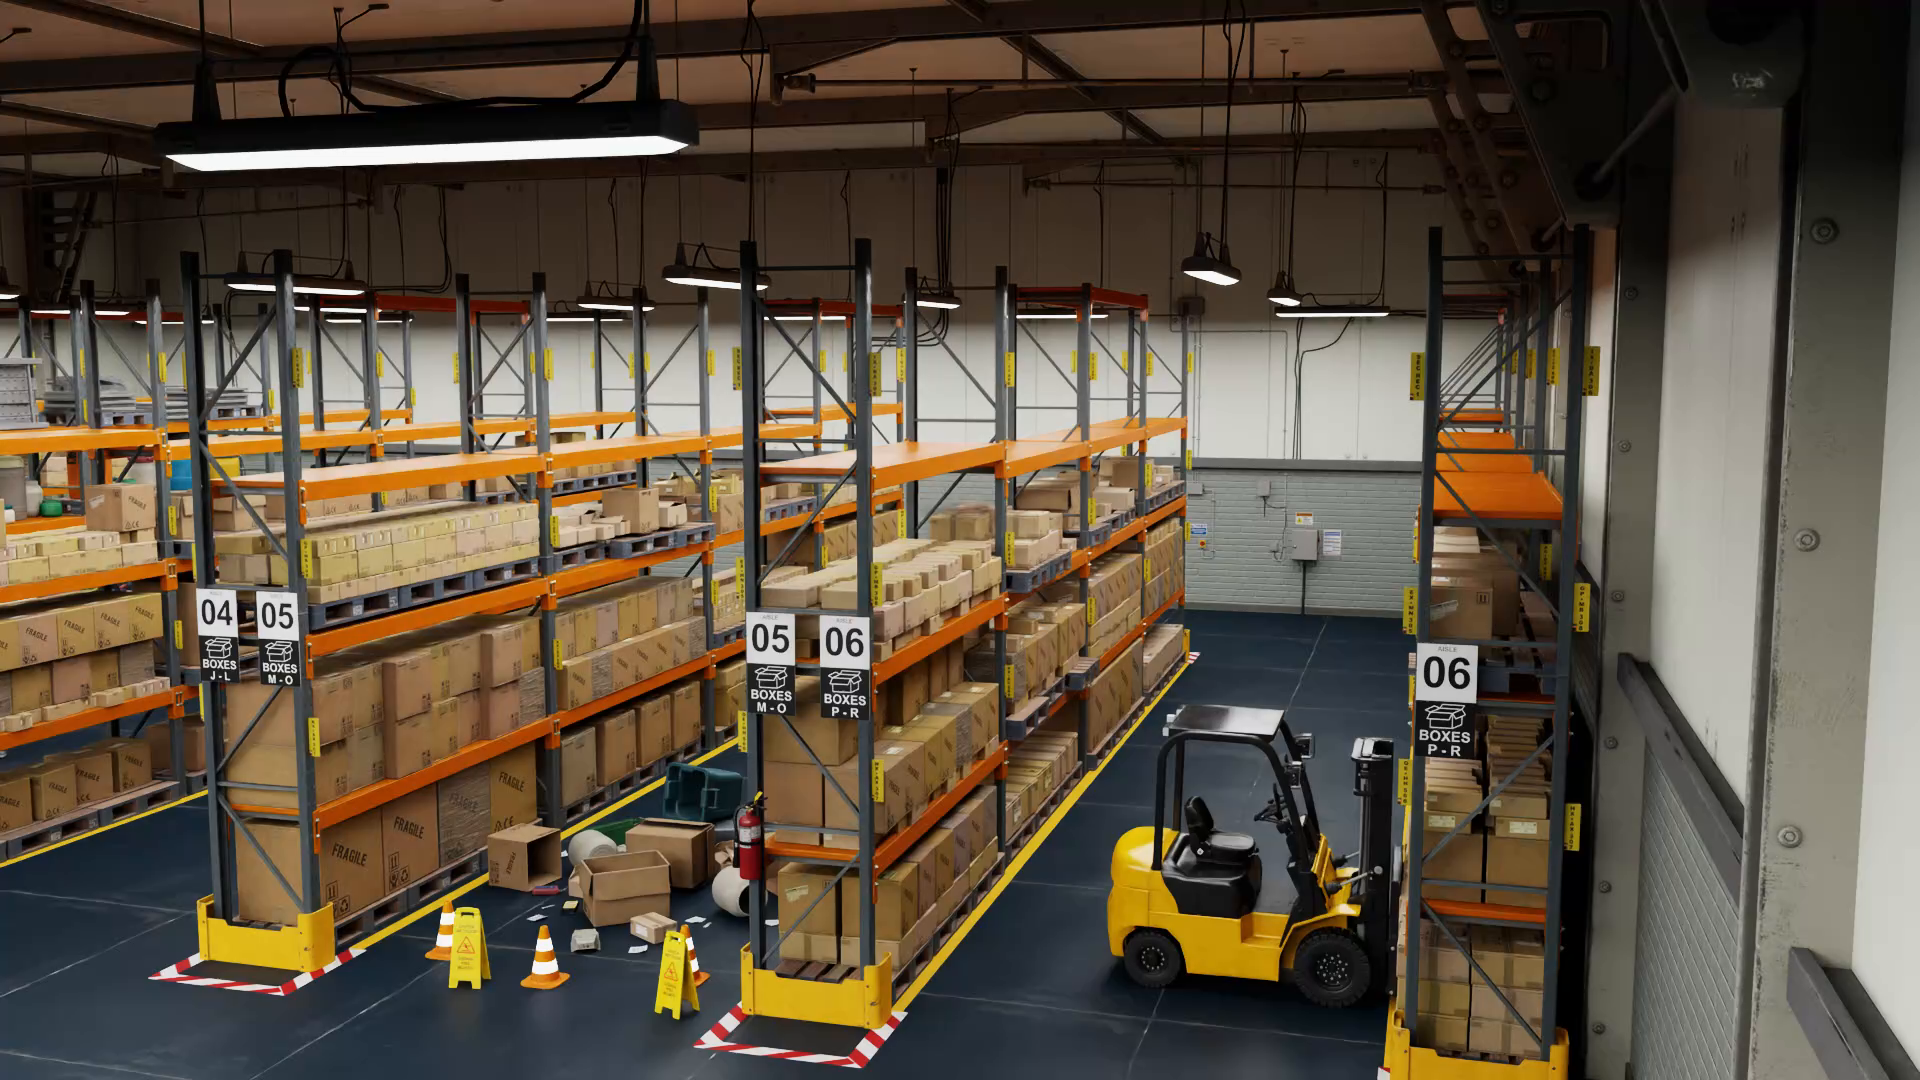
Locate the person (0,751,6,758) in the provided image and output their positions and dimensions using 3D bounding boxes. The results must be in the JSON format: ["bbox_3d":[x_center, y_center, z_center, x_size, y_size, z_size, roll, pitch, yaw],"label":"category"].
[{"bbox_3d":[-12.333,2.021,21.090,0.444,1.576,0.481,2,7,19],"label":"person"}]
